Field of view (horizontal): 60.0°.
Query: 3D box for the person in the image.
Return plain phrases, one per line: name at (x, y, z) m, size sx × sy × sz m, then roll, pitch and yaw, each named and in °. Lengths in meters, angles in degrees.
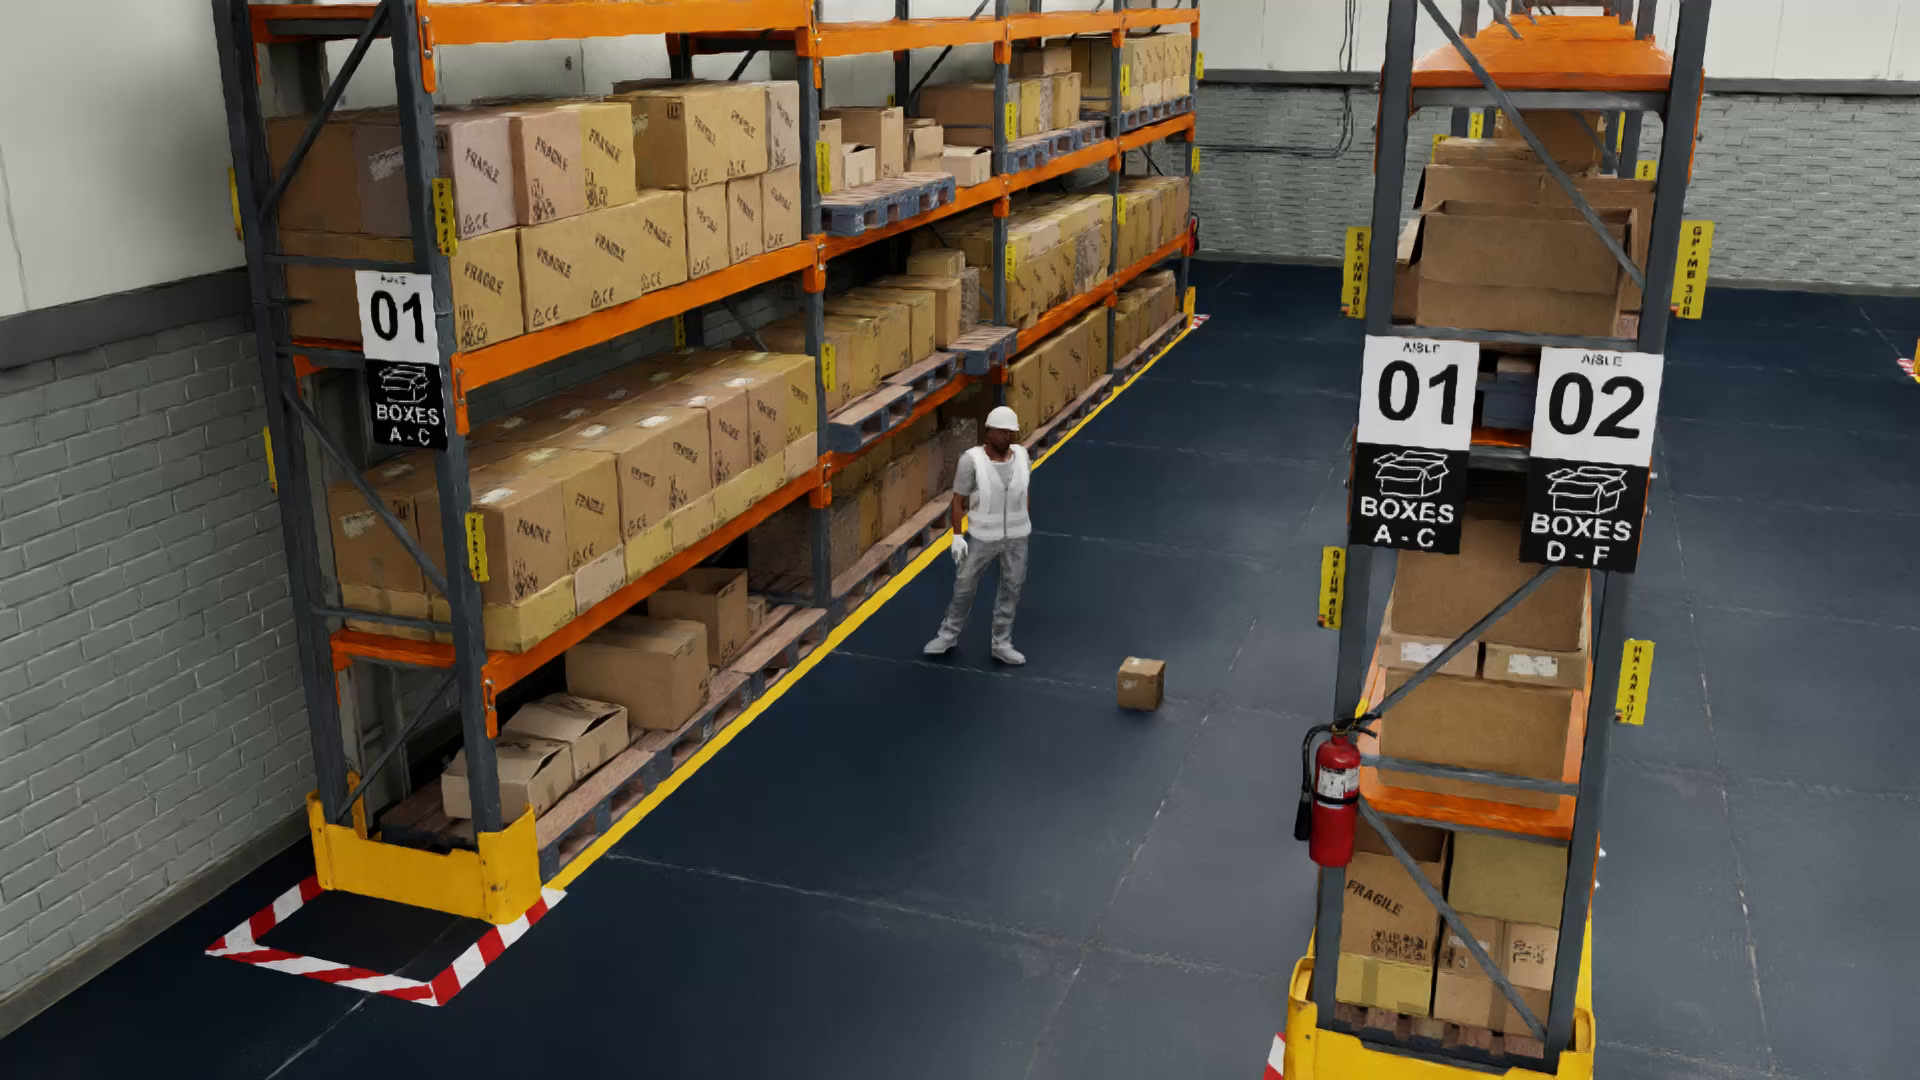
person at (0.122, -0.038, 11.140) m, size 0.738 × 1.779 × 0.480 m, roll -5°, pitch 19°, yaw -15°
